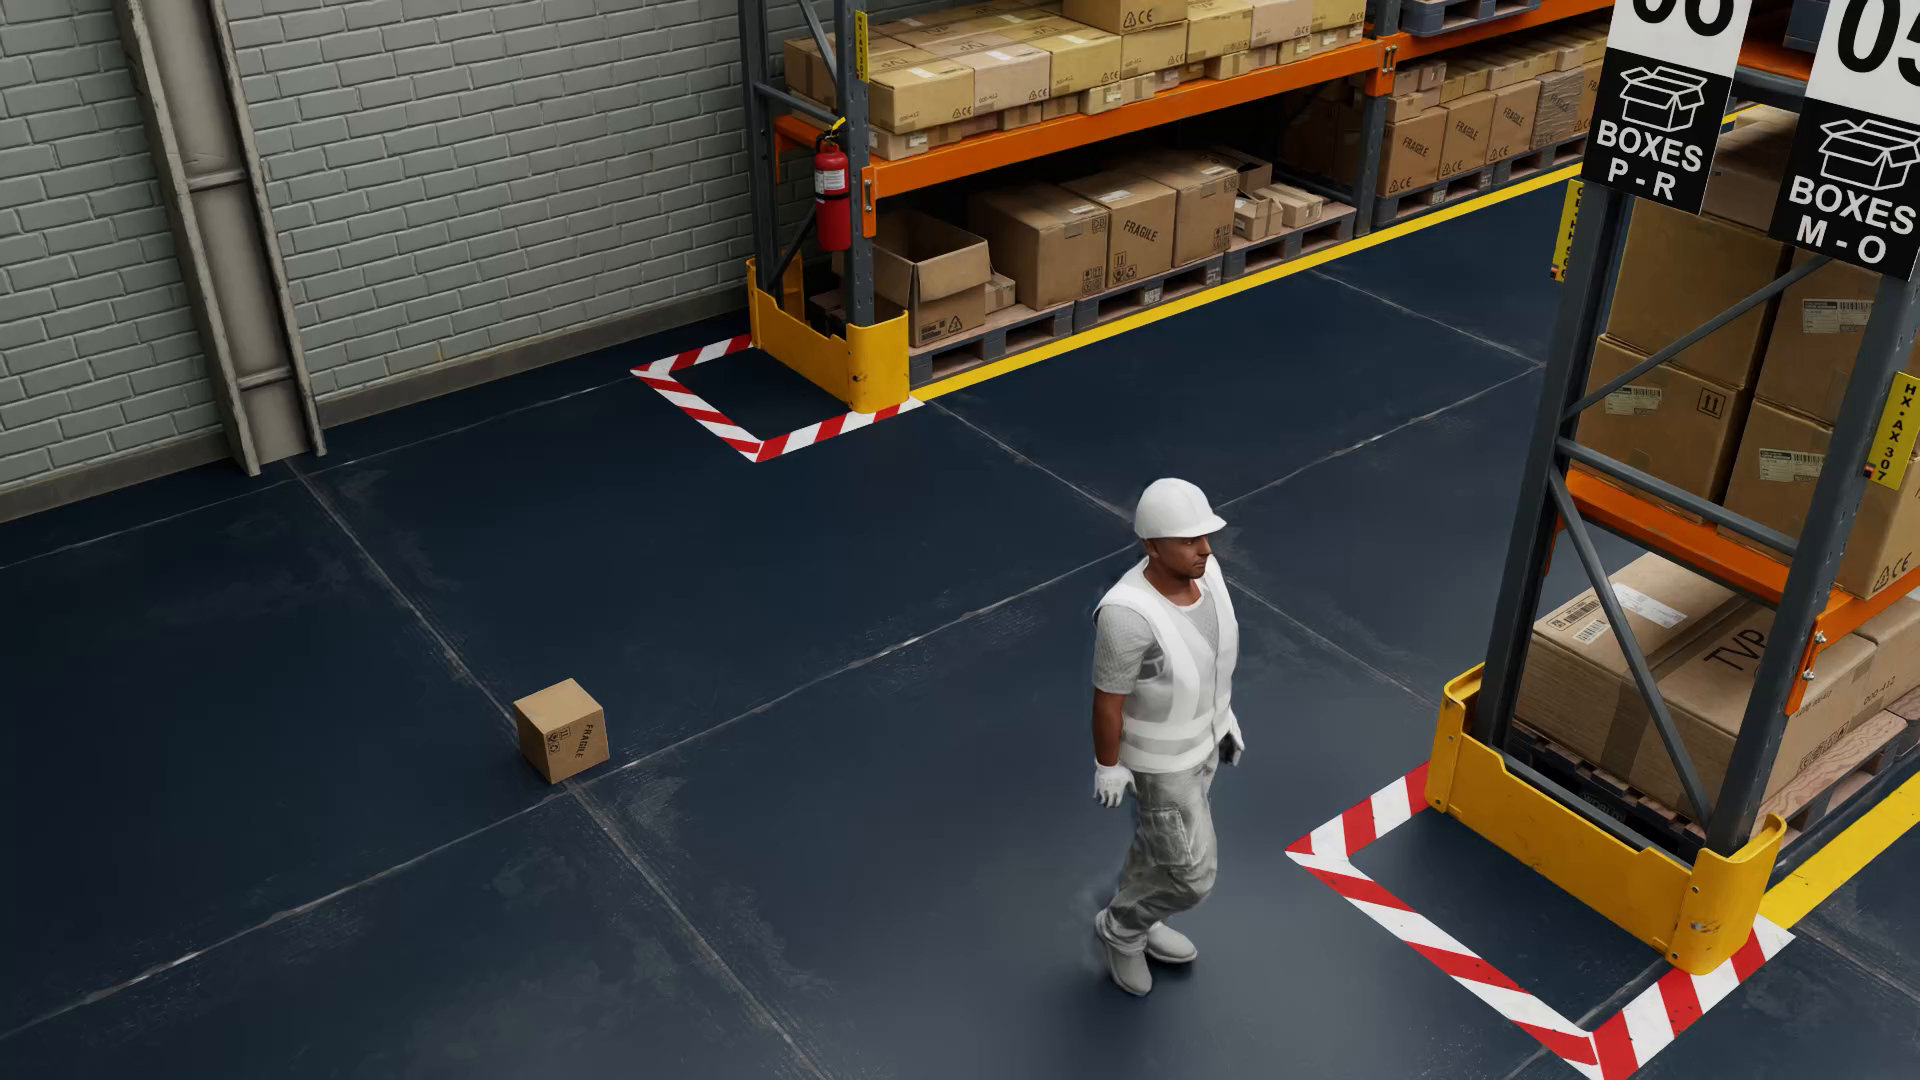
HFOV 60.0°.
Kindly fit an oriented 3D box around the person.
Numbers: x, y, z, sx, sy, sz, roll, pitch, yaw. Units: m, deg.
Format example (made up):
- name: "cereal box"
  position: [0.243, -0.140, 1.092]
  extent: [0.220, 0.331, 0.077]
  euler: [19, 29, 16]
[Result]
- name: "person"
  position: [0.671, 0.640, 5.073]
  extent: [0.454, 1.814, 0.544]
  euler: [20, 37, 29]
